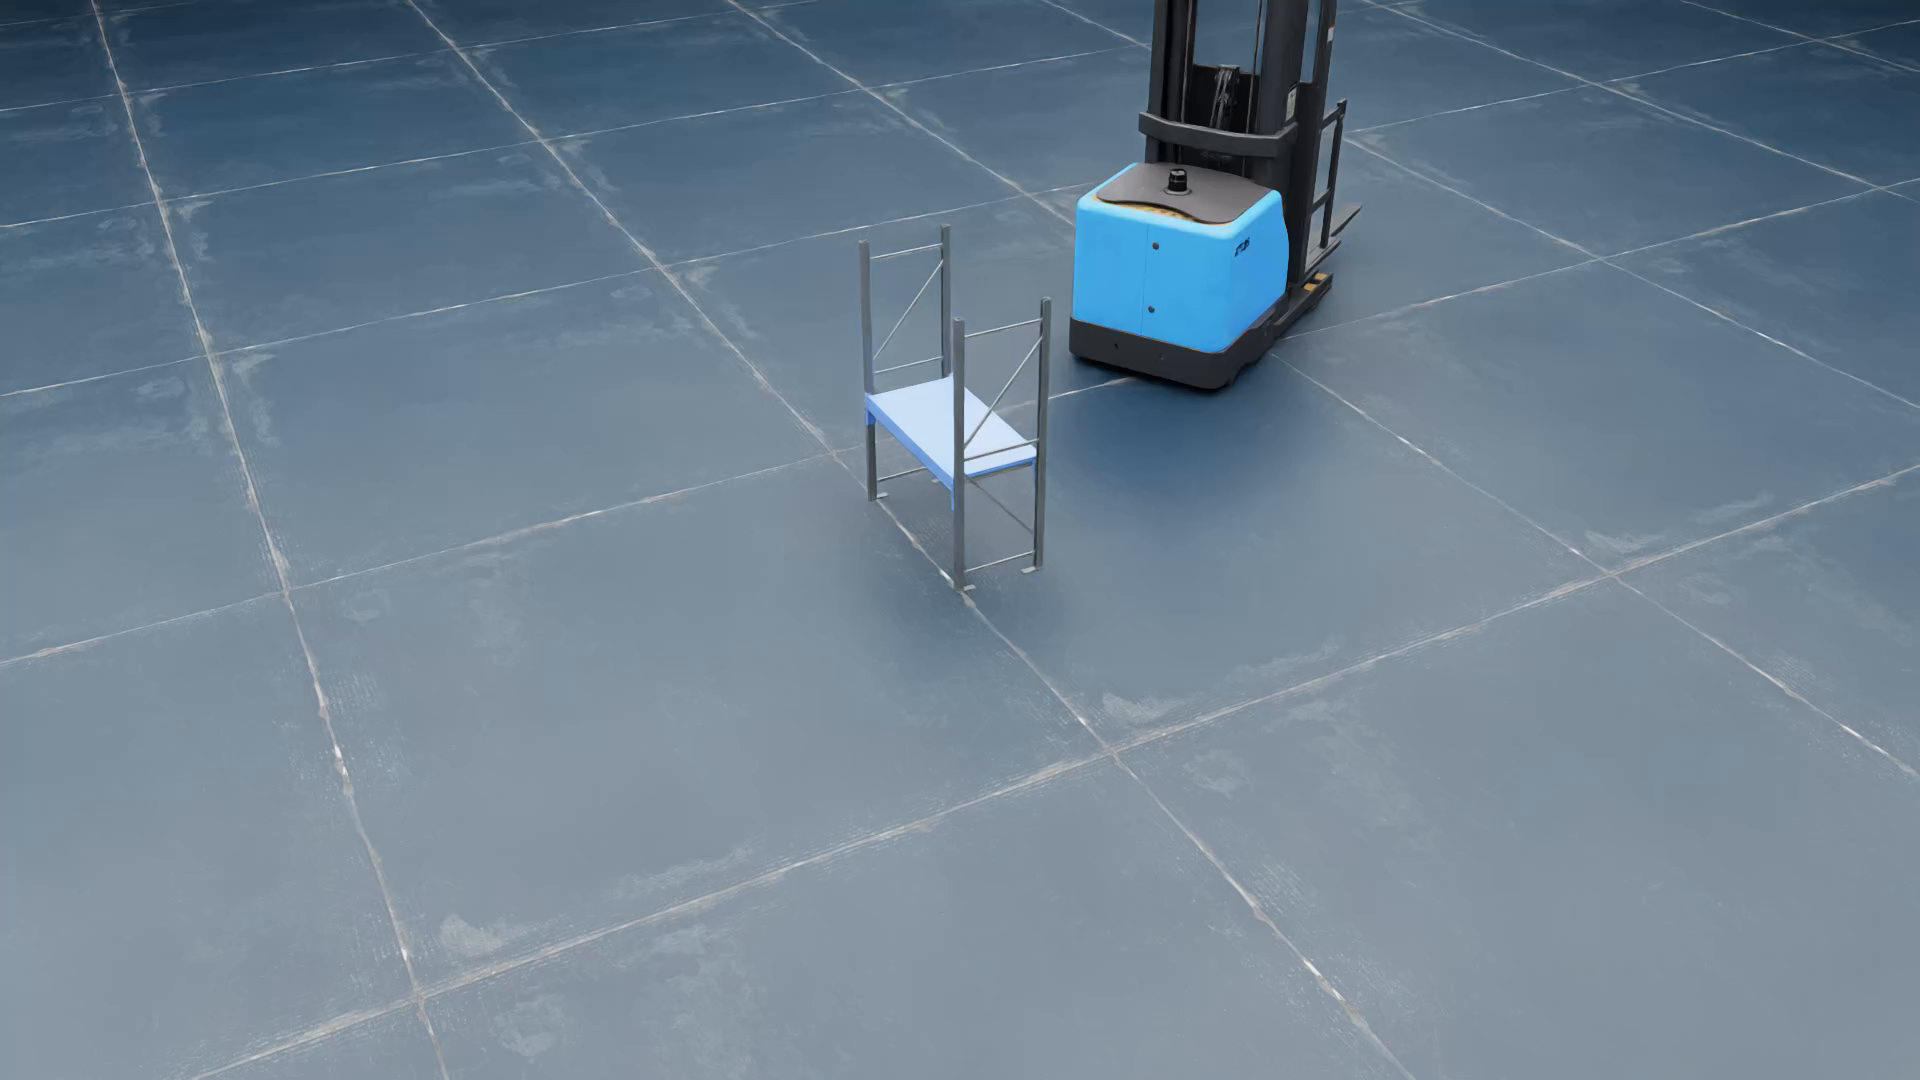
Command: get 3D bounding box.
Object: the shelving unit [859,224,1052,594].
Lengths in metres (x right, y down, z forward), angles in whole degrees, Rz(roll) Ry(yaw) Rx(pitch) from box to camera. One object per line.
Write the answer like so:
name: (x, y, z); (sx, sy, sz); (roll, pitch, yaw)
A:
shelving unit: (-0.040, -0.672, 8.409); (0.538, 1.500, 1.048); (-16, 36, -23)

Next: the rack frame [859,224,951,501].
rack frame: (-0.277, -0.915, 8.788); (0.500, 1.500, 0.032); (-16, 36, -23)

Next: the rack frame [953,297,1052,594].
rack frame: (0.197, -0.430, 8.030); (0.500, 1.500, 0.032); (-16, 36, -23)

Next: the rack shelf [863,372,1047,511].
rack shelf: (-0.040, -0.521, 8.506); (0.538, 0.185, 1.000); (-16, 36, -23)

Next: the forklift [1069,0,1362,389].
forklift: (1.879, -2.910, 10.575); (1.130, 2.935, 3.031); (18, 37, 26)
